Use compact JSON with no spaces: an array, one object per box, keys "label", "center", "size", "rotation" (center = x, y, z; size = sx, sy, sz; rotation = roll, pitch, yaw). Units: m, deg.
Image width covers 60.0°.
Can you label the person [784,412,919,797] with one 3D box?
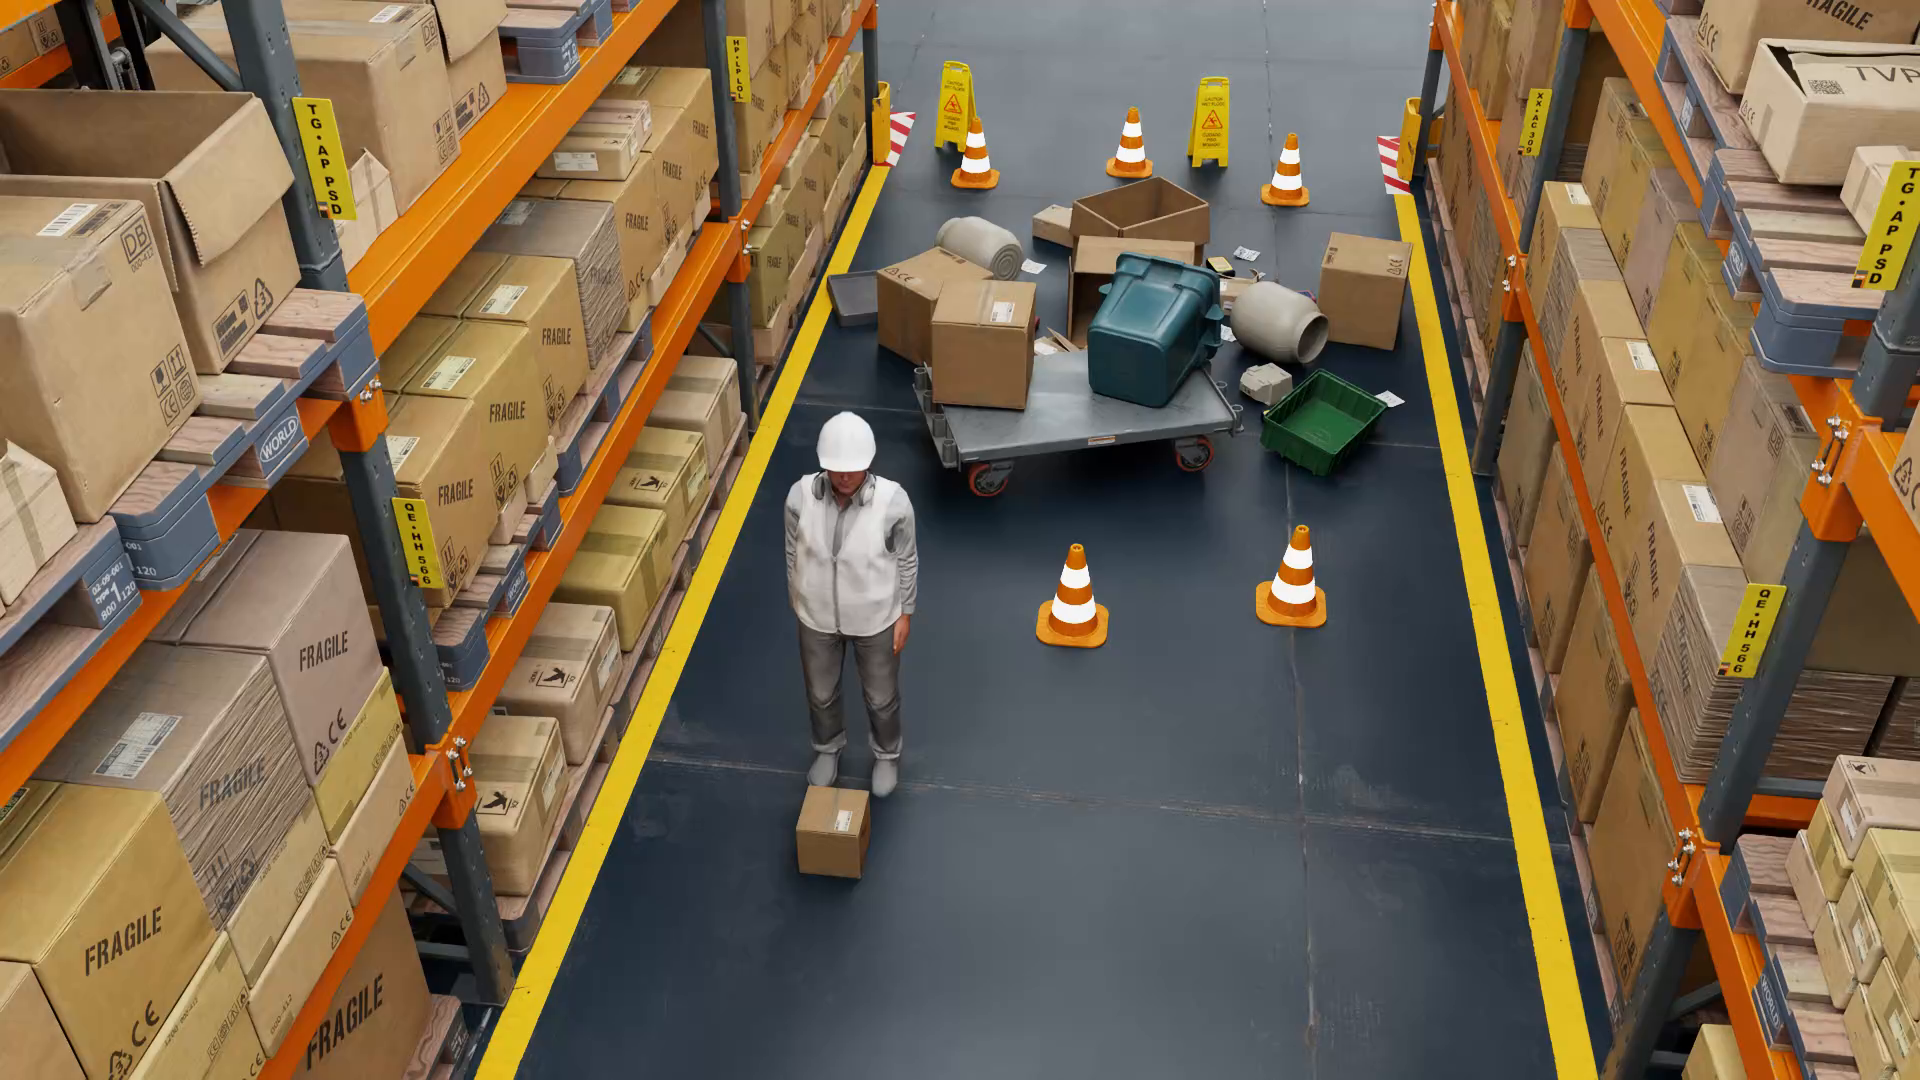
[{"label":"person","center":[-0.429,0.291,6.643],"size":[0.532,1.789,0.359],"rotation":[5,36,7]}]
